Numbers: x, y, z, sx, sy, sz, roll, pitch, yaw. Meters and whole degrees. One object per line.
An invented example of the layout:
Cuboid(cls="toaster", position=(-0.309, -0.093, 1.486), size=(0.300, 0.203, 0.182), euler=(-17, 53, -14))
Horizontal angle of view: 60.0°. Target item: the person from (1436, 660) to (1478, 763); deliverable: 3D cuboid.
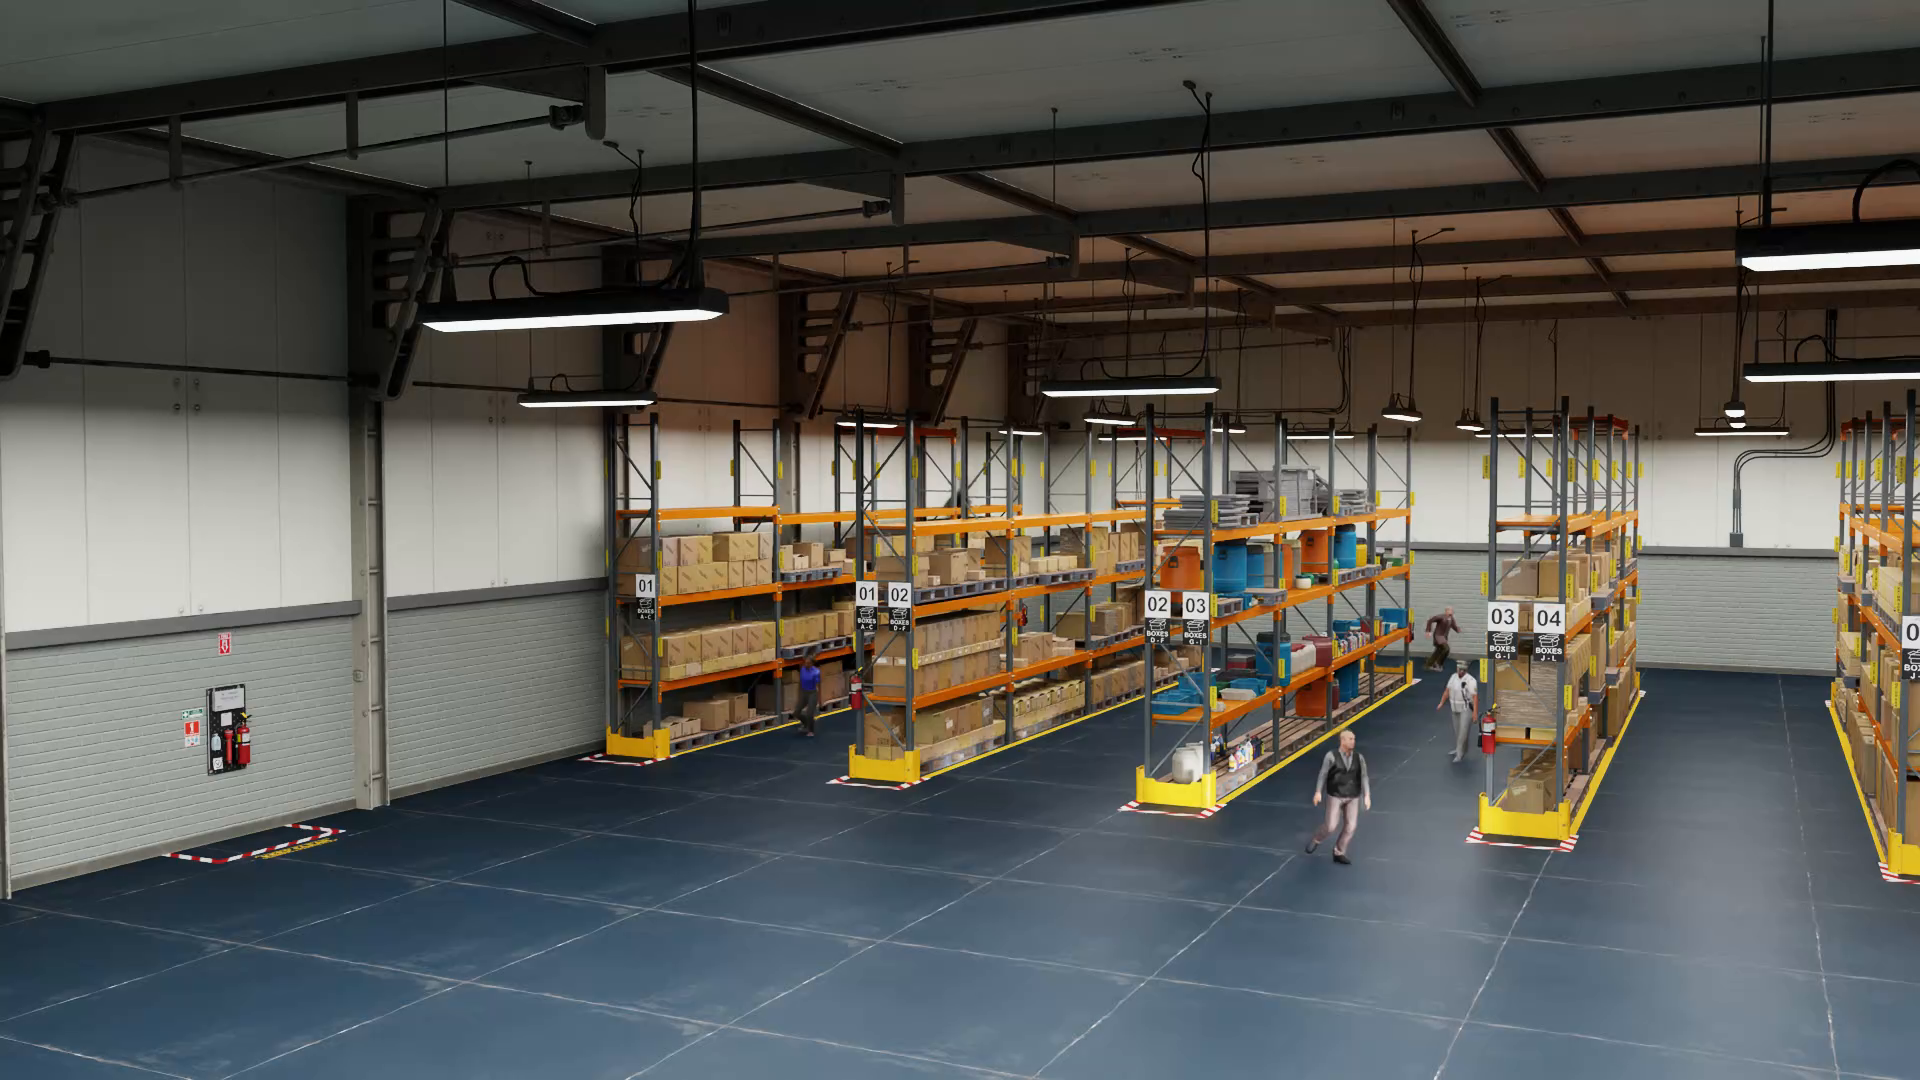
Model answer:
Cuboid(cls="person", position=(8.635, 2.940, 28.753), size=(0.780, 1.745, 0.715), euler=(-2, 3, -32))

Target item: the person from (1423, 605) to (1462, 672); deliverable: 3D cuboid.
Cuboid(cls="person", position=(11.903, 2.428, 41.038), size=(0.716, 1.650, 1.040), euler=(-2, 3, -41))

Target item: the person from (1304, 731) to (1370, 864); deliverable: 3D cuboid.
Cuboid(cls="person", position=(4.805, 3.264, 21.176), size=(0.762, 1.685, 0.567), euler=(0, 2, -8))

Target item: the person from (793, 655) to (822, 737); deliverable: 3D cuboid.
Cuboid(cls="person", position=(-2.808, 2.901, 31.099), size=(0.731, 1.571, 0.617), euler=(1, 3, 27))
